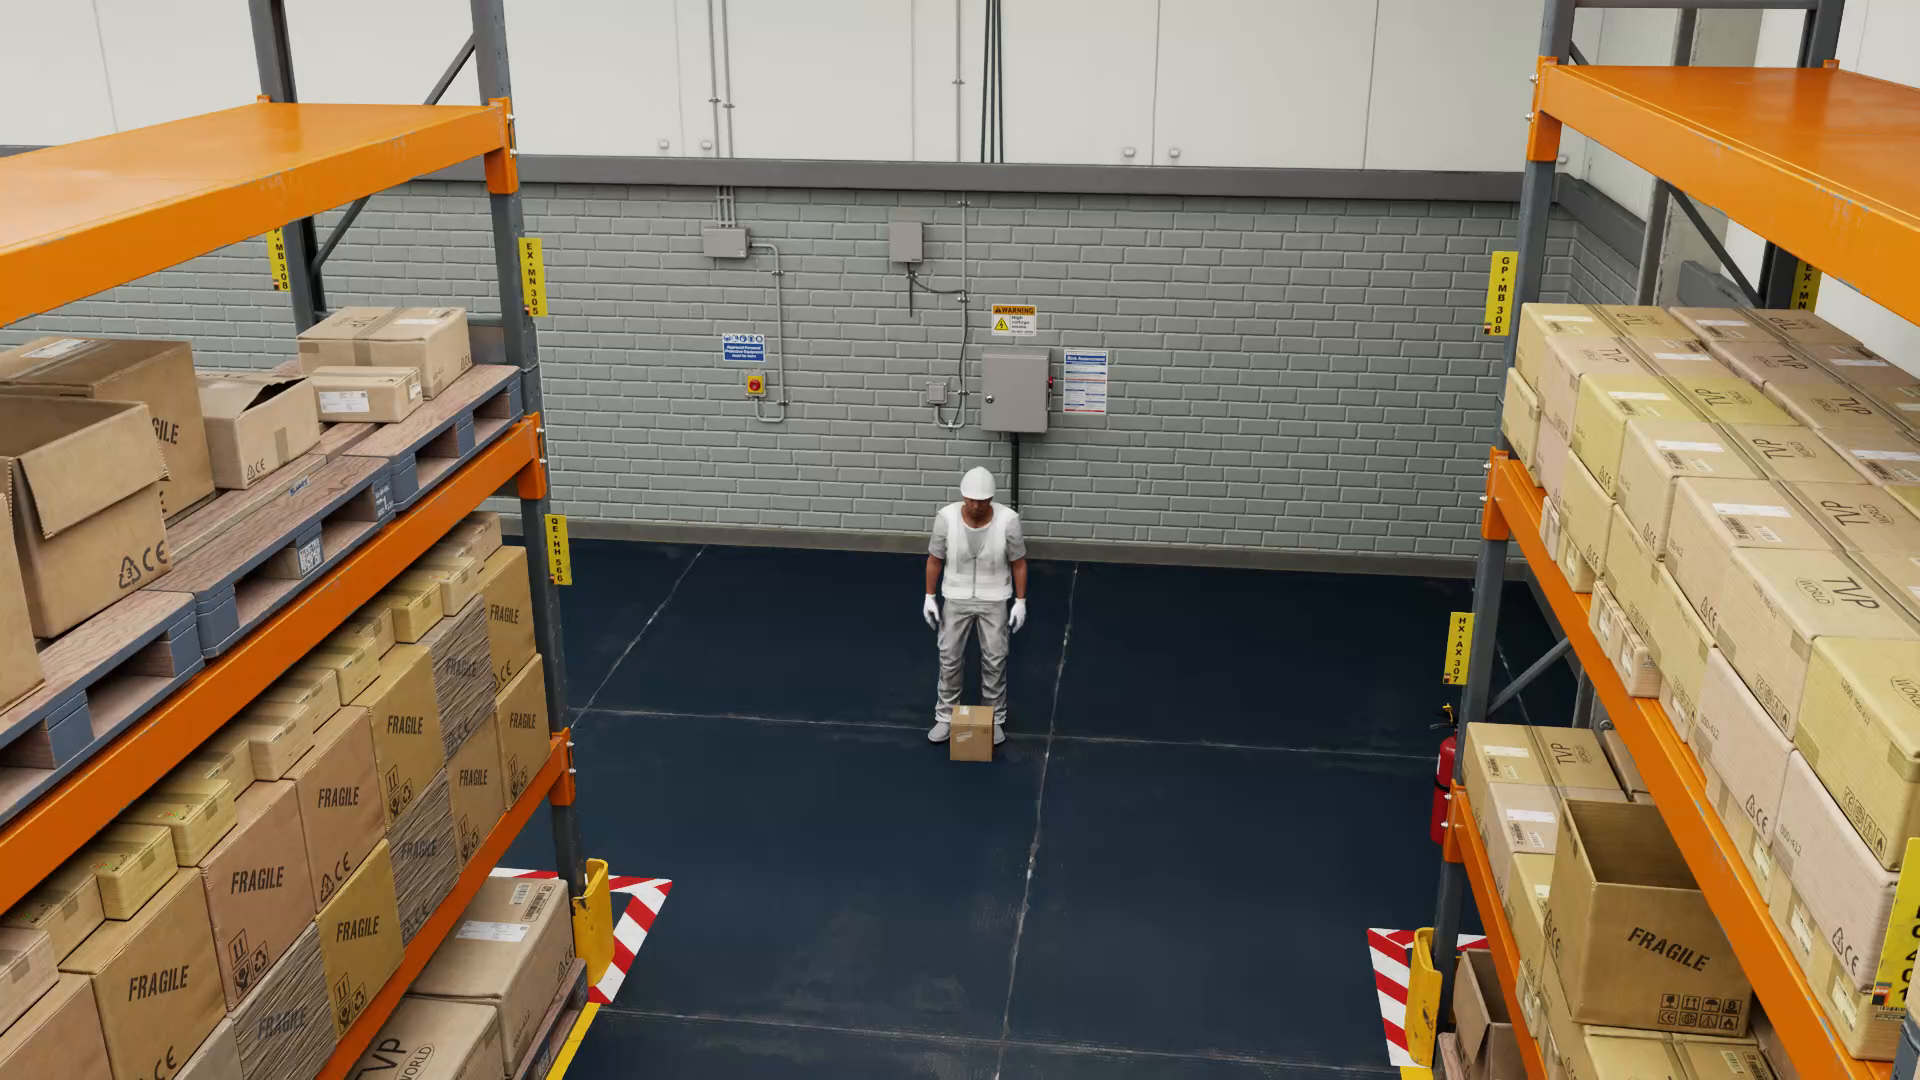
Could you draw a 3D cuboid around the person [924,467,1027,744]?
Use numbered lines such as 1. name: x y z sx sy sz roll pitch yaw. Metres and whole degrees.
1. person: 0.092 0.386 10.060 0.624 1.774 0.454 2 21 6
